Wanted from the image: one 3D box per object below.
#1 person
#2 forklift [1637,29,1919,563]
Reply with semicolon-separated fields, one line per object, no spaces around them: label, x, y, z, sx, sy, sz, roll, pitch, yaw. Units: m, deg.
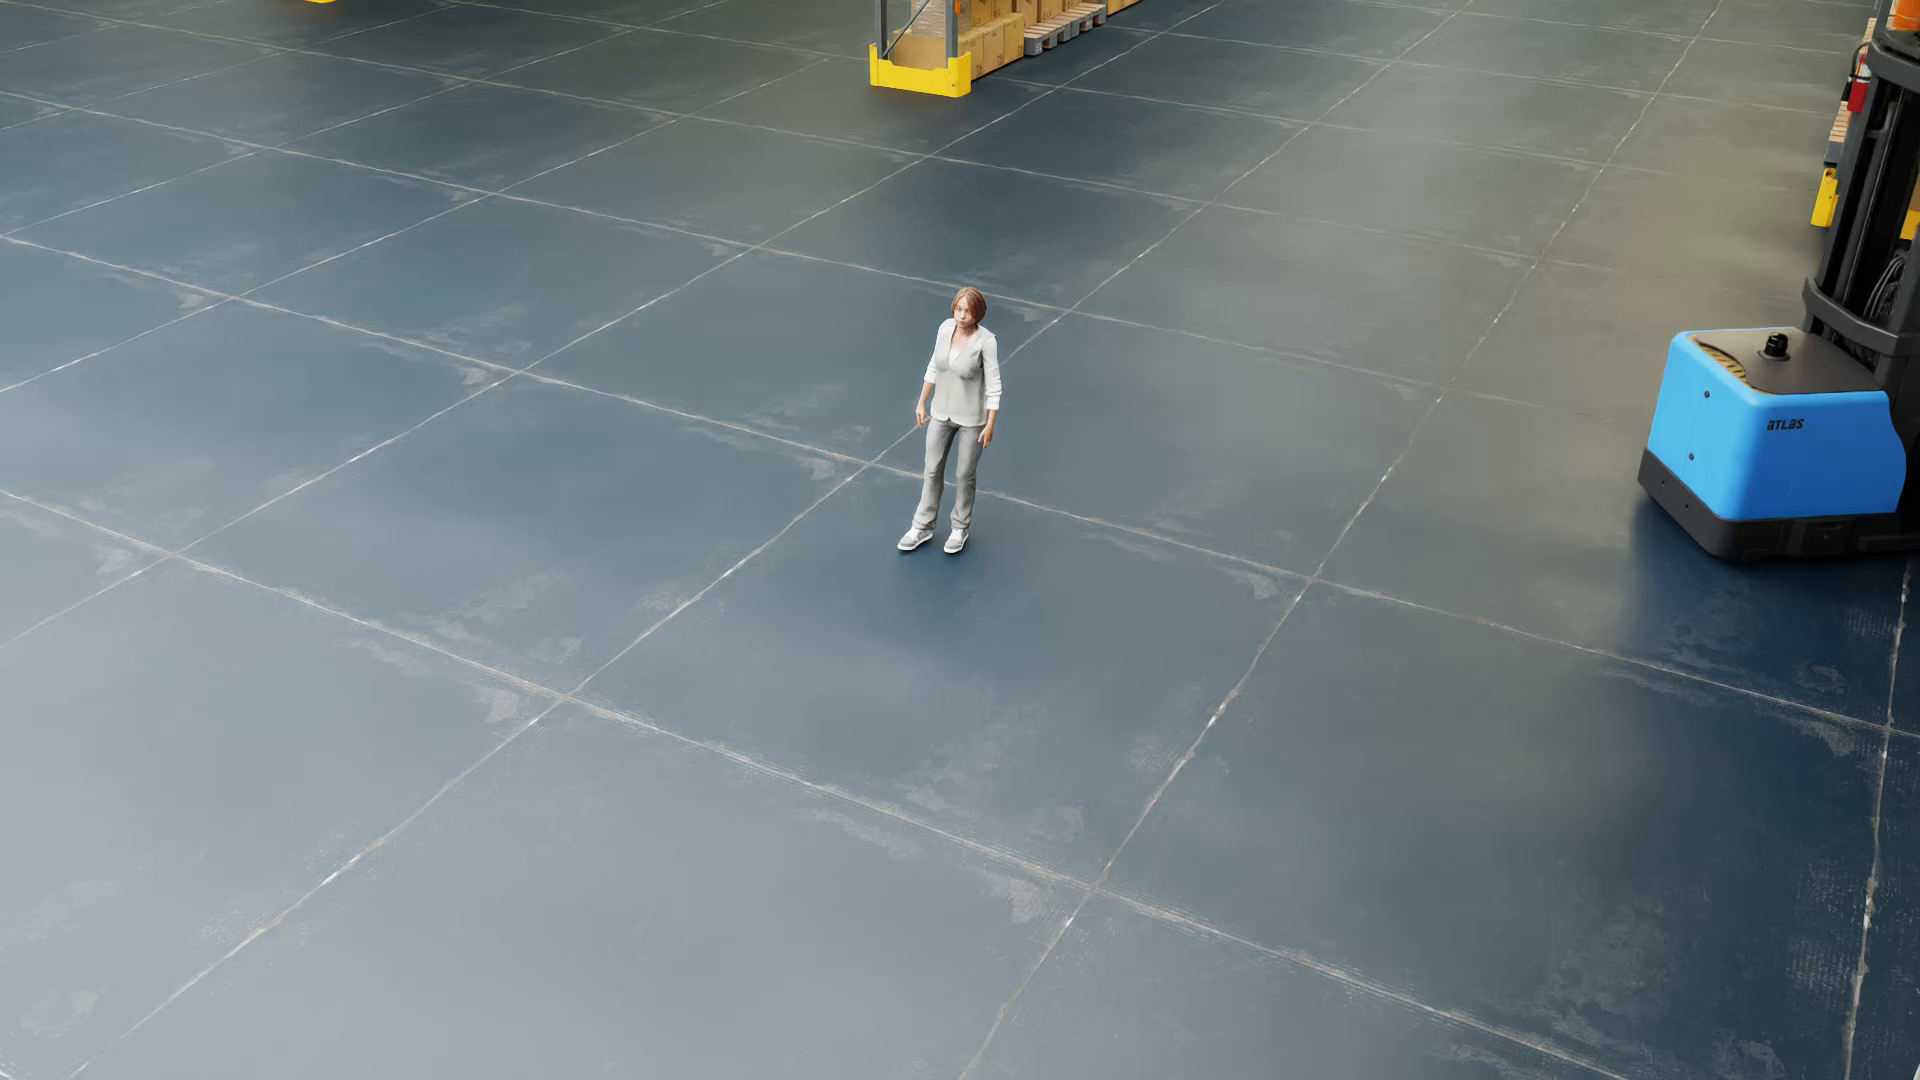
person;-0.048;-0.669;9.550;0.520;1.597;0.475;15;33;25
forklift;5.831;-1.440;9.565;3.031;2.935;1.130;-3;30;-5
